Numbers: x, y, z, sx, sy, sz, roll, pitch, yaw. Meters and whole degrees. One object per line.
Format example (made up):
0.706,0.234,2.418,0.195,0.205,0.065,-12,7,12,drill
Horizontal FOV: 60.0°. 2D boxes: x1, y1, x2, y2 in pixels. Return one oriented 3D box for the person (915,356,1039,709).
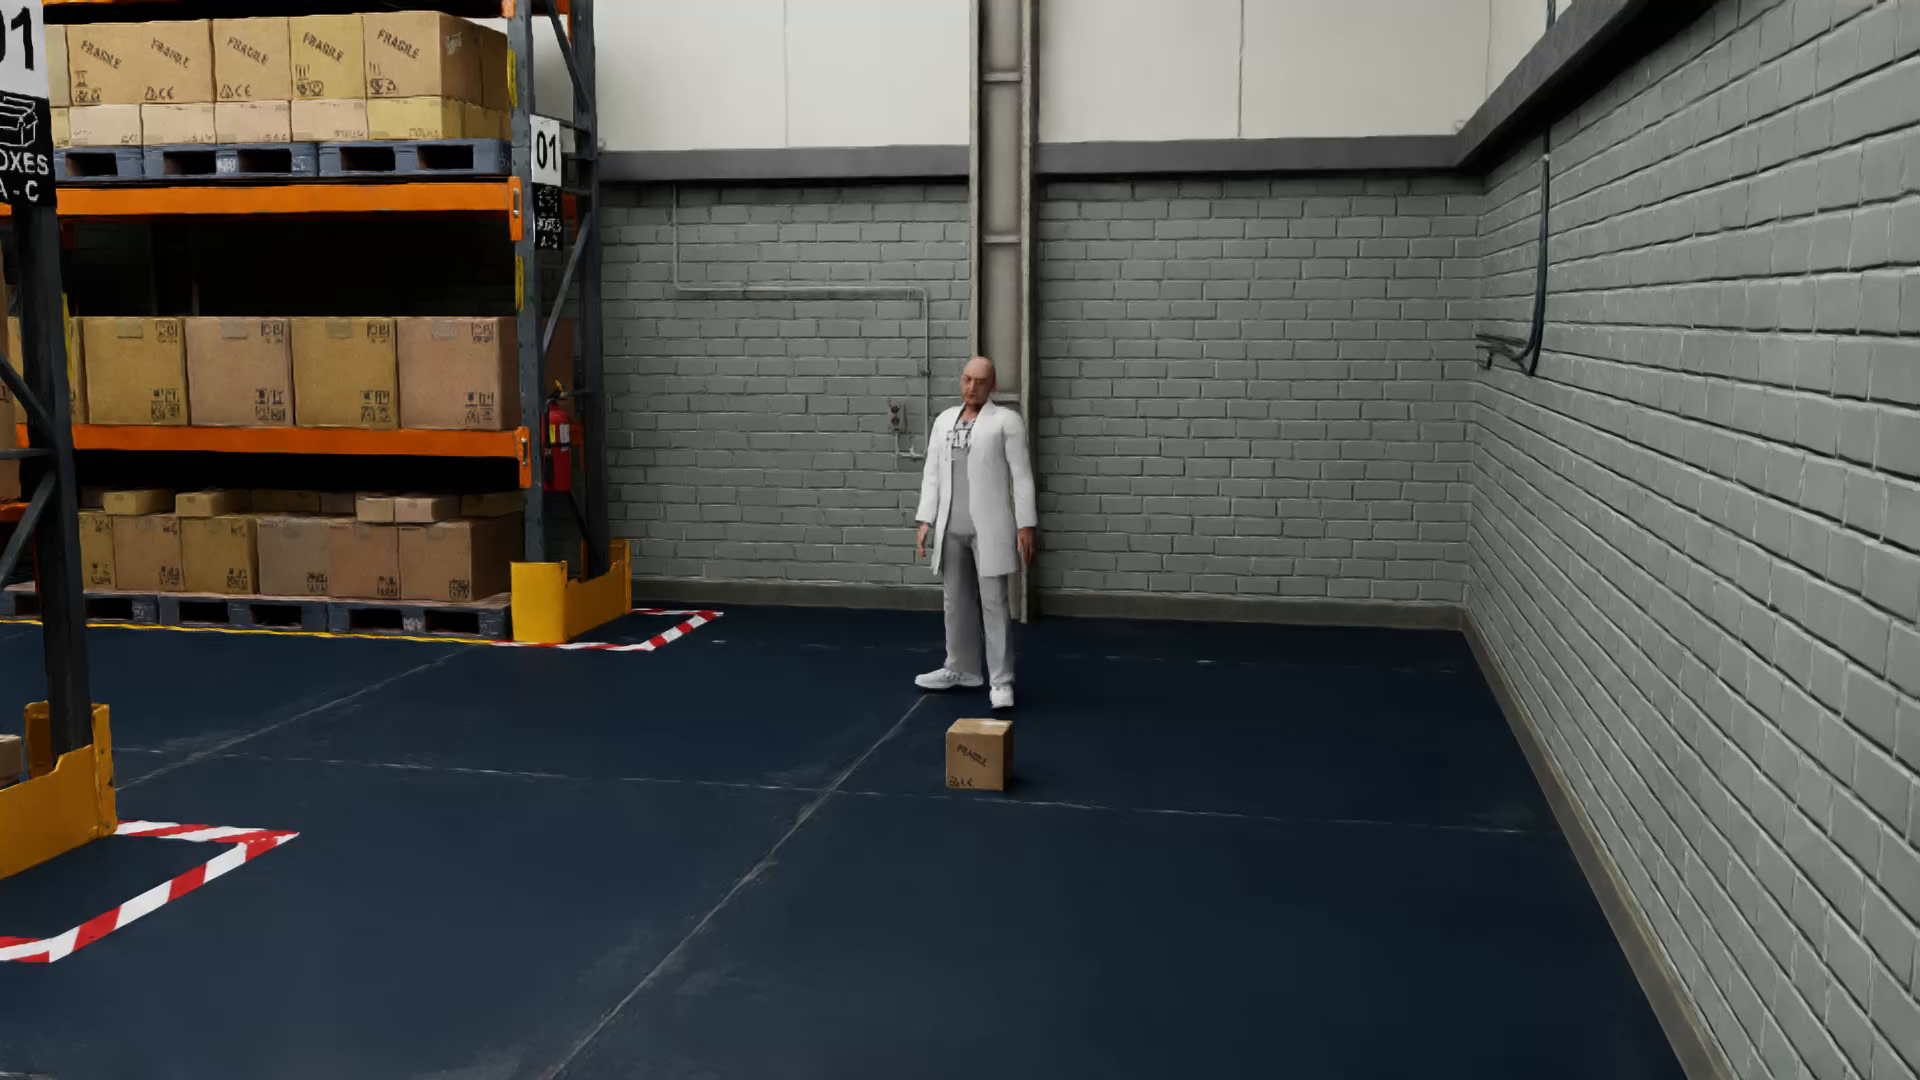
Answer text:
0.063,-0.058,8.651,0.717,1.785,0.440,5,9,33,person
